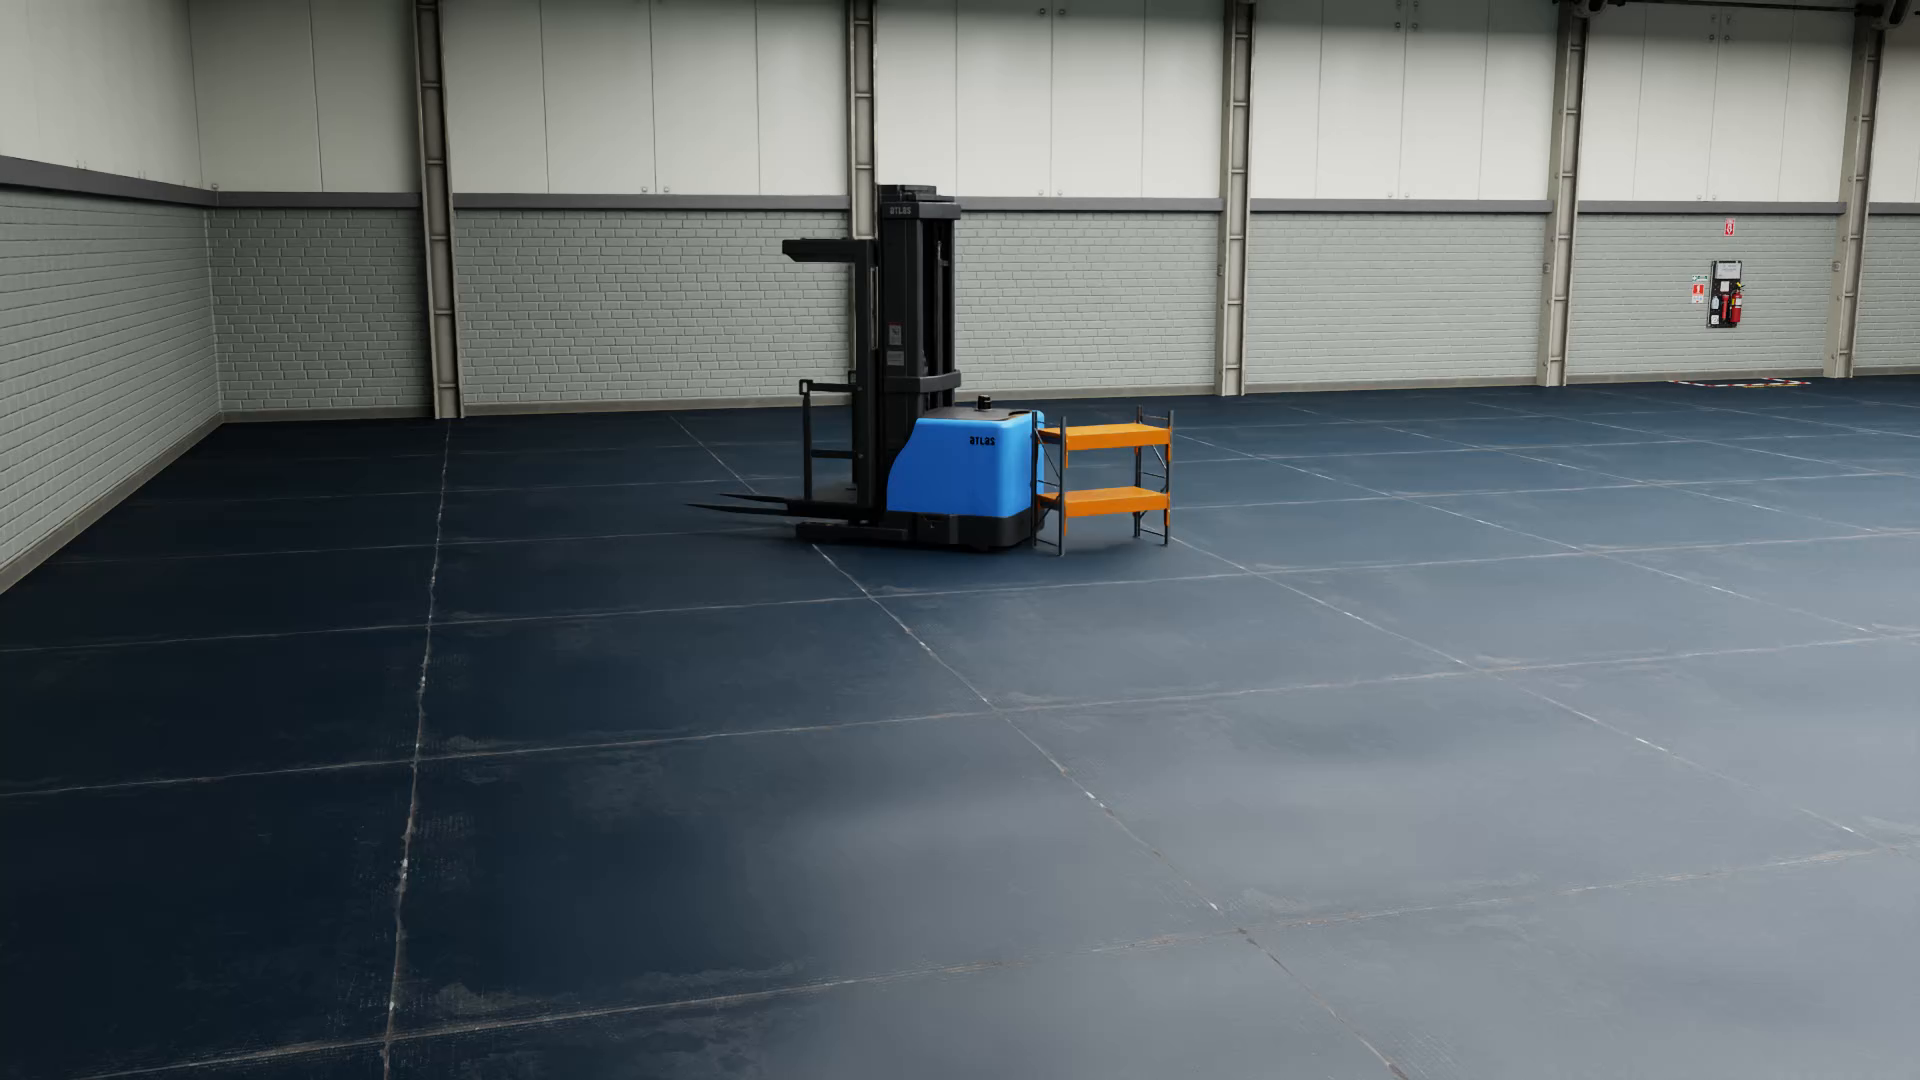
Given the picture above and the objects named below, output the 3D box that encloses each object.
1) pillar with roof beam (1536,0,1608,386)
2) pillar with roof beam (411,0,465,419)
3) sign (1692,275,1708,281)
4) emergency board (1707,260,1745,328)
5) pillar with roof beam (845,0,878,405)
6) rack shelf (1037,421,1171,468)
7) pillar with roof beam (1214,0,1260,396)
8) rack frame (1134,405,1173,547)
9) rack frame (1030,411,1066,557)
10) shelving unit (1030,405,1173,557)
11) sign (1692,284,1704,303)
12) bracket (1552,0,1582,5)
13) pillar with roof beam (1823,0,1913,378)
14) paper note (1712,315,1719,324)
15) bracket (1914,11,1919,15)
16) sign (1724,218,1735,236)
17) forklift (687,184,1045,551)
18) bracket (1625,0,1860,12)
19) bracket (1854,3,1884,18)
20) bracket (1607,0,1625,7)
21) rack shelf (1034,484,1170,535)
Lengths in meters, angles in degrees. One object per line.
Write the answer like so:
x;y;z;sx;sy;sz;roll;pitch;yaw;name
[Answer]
11.291;-6.319;23.519;0.548;9.000;9.100;-3;11;-16;pillar with roof beam
-5.992;-5.409;18.571;0.400;9.000;9.100;-3;11;-16;pillar with roof beam
12.912;-4.569;29.020;0.331;0.109;0.001;-3;11;-16;sign
13.465;-4.303;29.133;0.643;1.169;0.194;-3;11;-16;emergency board
-0.231;-5.712;20.221;0.400;9.000;9.100;-3;11;-16;pillar with roof beam
1.161;-0.786;13.591;1.000;0.278;0.538;-5;12;-27;rack shelf
5.530;-6.016;21.870;0.548;9.000;9.100;-3;11;-16;pillar with roof beam
1.613;-0.540;13.873;0.032;1.125;0.500;-5;12;-27;rack frame
0.710;-0.456;13.416;0.032;1.125;0.500;-5;12;-27;rack frame
1.161;-0.498;13.644;1.048;1.125;0.538;-5;12;-27;shelving unit
12.905;-4.310;29.076;0.234;0.329;0.001;-3;11;-16;sign
9.788;-8.755;26.809;0.430;0.232;0.235;-3;11;-16;bracket
17.052;-6.623;25.168;0.548;9.000;9.100;-3;11;-16;pillar with roof beam
13.276;-3.872;29.230;0.142;0.148;0.016;-3;11;-16;paper note
18.820;-9.231;29.395;4.783;0.066;0.076;-3;11;-16;bracket
13.429;-5.460;29.015;0.199;0.298;0.001;-3;11;-16;sign
-0.848;-1.494;14.069;3.031;2.935;1.130;4;11;20;forklift
13.059;-8.928;27.745;4.783;0.066;0.076;-3;11;-16;bracket
15.549;-9.059;28.458;0.430;0.232;0.235;-3;11;-16;bracket
10.585;-8.797;27.037;0.430;0.232;0.235;-3;11;-16;bracket
1.161;-0.257;13.689;1.000;0.278;0.538;-5;12;-27;rack shelf
